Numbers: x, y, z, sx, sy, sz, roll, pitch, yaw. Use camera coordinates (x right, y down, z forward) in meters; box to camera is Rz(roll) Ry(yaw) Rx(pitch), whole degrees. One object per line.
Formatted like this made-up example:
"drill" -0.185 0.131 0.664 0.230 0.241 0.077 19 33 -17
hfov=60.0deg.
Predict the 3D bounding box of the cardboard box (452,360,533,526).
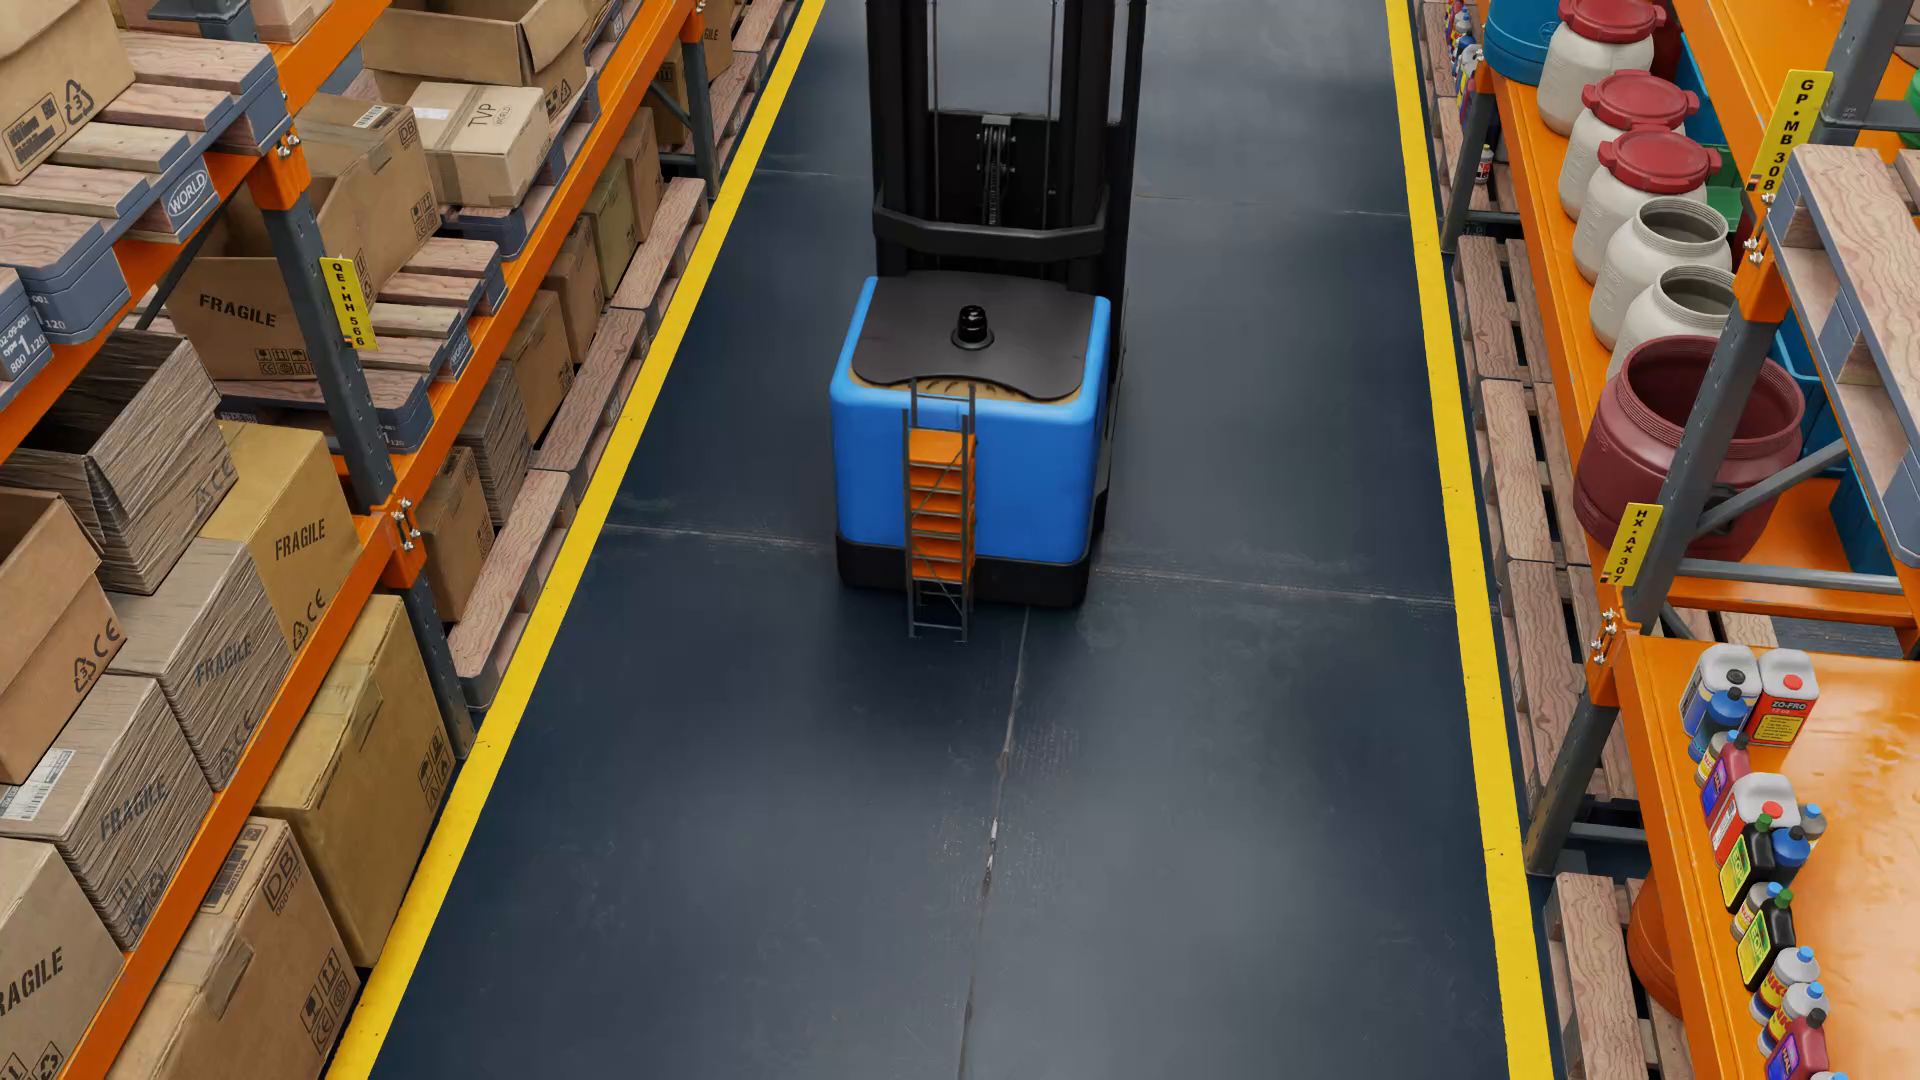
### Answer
"cardboard box" -2.245 -0.420 7.010 0.700 0.500 0.500 2 43 2

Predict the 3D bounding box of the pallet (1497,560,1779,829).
"pallet" 2.676 0.608 6.454 1.003 0.211 1.213 5 44 6

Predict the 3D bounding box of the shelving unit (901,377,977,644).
"shelving unit" -0.077 -0.088 6.470 0.258 1.200 0.189 6 44 6

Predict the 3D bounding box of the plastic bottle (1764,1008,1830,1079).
"plastic bottle" 1.959 1.211 3.874 0.061 0.283 0.133 5 44 6

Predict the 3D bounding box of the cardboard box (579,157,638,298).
"cardboard box" -2.030 -1.568 8.223 0.700 0.500 0.500 5 44 5

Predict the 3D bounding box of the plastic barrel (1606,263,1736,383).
"plastic barrel" 2.459 -0.641 5.664 0.421 0.512 0.421 0 43 0

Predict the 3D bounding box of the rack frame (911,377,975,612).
"rack frame" -0.063 -0.150 6.536 0.240 1.200 0.006 6 44 6

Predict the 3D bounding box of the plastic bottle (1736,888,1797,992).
"plastic bottle" 2.003 0.988 4.110 0.061 0.283 0.133 5 44 6

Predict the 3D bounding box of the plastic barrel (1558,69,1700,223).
"plastic barrel" 2.623 -1.523 6.578 0.433 0.535 0.433 0 43 0

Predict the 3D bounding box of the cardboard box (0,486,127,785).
"cardboard box" -2.576 0.210 4.044 0.797 0.503 0.637 6 44 6

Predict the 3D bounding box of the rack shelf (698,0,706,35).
"rack shelf" -1.581 -4.158 9.983 1.077 0.370 4.000 5 44 6

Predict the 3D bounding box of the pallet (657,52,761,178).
"pallet" -1.792 -2.504 9.742 1.003 0.211 1.213 5 44 6

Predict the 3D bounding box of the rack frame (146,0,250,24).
"rack frame" -2.374 -2.508 3.354 1.000 3.000 0.127 5 44 6

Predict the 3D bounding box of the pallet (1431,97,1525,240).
"pallet" 3.194 -2.047 9.259 1.003 0.211 1.213 5 44 6

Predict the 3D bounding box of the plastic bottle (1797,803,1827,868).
"plastic bottle" 2.222 0.772 4.398 0.097 0.201 0.097 0 43 0

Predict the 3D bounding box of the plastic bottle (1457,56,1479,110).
"plastic bottle" 2.931 -2.620 9.442 0.144 0.351 0.185 5 44 5

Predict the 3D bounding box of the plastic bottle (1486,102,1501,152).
"plastic bottle" 2.863 -2.269 9.071 0.144 0.351 0.185 4 44 4

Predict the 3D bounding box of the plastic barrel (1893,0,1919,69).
"plastic barrel" 2.859 -1.691 4.308 0.600 0.901 0.600 0 43 0

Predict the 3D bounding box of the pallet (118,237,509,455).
"pallet" -2.386 -0.756 6.006 1.213 0.211 1.003 5 44 6

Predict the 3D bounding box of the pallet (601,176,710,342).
"pallet" -1.947 -1.513 8.694 1.003 0.211 1.213 5 44 6

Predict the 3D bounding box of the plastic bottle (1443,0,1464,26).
"plastic bottle" 3.044 -3.294 10.211 0.097 0.271 0.097 0 43 0

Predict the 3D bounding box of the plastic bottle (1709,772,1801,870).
"plastic bottle" 2.096 0.746 4.371 0.152 0.276 0.135 5 44 6

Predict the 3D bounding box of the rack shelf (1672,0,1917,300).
"rack shelf" 2.799 -2.071 5.597 1.077 0.370 4.000 5 44 6

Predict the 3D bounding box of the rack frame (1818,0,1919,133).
"rack frame" 2.535 -2.058 2.879 1.000 3.000 0.127 5 44 6

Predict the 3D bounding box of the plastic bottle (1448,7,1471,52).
"plastic bottle" 2.999 -3.060 9.965 0.097 0.271 0.097 0 43 0

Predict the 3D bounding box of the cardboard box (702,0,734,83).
"cardboard box" -1.685 -2.961 9.708 0.500 0.500 0.500 19 46 19

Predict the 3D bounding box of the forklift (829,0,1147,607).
"forklift" 0.215 -1.808 7.027 1.130 2.935 3.031 6 44 6

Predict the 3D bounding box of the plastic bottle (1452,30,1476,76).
"plastic bottle" 2.959 -2.854 9.747 0.097 0.271 0.097 0 43 0

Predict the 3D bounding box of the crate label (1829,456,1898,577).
"crate label" 2.962 -0.072 5.266 0.303 0.233 0.416 5 44 6

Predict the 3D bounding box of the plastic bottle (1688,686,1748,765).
"plastic bottle" 2.115 0.509 4.624 0.097 0.271 0.097 0 43 0

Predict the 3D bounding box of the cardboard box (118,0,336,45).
"cardboard box" -2.060 -1.662 4.751 0.500 0.250 0.500 6 44 6

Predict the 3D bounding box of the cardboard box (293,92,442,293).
"cardboard box" -2.368 -1.280 6.042 0.700 0.500 0.500 11 45 12

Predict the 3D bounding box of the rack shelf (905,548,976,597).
"rack shelf" -0.077 0.118 6.666 0.258 0.103 0.180 6 44 6

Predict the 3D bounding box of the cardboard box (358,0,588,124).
"cardboard box" -1.983 -2.056 6.859 0.797 0.503 0.637 9 44 10

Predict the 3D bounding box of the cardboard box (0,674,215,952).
"cardboard box" -2.331 0.686 4.271 0.500 0.500 0.500 4 44 4

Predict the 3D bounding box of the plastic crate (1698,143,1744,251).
"plastic crate" 3.113 -1.316 6.613 0.450 0.188 0.662 5 44 6

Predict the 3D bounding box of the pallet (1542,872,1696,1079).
"pallet" 2.472 1.674 5.329 1.003 0.211 1.213 5 44 6

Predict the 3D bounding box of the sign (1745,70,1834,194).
"sign" 1.989 -0.976 3.994 0.100 0.325 0.005 5 44 6

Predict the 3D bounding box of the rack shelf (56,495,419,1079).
"rack shelf" -2.639 1.294 4.225 1.077 0.370 4.000 5 44 6

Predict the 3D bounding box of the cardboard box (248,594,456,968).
"cardboard box" -2.486 0.757 5.508 1.225 0.875 0.875 3 44 4

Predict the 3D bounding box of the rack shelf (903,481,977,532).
"rack shelf" -0.077 -0.143 6.418 0.258 0.103 0.180 6 44 6
